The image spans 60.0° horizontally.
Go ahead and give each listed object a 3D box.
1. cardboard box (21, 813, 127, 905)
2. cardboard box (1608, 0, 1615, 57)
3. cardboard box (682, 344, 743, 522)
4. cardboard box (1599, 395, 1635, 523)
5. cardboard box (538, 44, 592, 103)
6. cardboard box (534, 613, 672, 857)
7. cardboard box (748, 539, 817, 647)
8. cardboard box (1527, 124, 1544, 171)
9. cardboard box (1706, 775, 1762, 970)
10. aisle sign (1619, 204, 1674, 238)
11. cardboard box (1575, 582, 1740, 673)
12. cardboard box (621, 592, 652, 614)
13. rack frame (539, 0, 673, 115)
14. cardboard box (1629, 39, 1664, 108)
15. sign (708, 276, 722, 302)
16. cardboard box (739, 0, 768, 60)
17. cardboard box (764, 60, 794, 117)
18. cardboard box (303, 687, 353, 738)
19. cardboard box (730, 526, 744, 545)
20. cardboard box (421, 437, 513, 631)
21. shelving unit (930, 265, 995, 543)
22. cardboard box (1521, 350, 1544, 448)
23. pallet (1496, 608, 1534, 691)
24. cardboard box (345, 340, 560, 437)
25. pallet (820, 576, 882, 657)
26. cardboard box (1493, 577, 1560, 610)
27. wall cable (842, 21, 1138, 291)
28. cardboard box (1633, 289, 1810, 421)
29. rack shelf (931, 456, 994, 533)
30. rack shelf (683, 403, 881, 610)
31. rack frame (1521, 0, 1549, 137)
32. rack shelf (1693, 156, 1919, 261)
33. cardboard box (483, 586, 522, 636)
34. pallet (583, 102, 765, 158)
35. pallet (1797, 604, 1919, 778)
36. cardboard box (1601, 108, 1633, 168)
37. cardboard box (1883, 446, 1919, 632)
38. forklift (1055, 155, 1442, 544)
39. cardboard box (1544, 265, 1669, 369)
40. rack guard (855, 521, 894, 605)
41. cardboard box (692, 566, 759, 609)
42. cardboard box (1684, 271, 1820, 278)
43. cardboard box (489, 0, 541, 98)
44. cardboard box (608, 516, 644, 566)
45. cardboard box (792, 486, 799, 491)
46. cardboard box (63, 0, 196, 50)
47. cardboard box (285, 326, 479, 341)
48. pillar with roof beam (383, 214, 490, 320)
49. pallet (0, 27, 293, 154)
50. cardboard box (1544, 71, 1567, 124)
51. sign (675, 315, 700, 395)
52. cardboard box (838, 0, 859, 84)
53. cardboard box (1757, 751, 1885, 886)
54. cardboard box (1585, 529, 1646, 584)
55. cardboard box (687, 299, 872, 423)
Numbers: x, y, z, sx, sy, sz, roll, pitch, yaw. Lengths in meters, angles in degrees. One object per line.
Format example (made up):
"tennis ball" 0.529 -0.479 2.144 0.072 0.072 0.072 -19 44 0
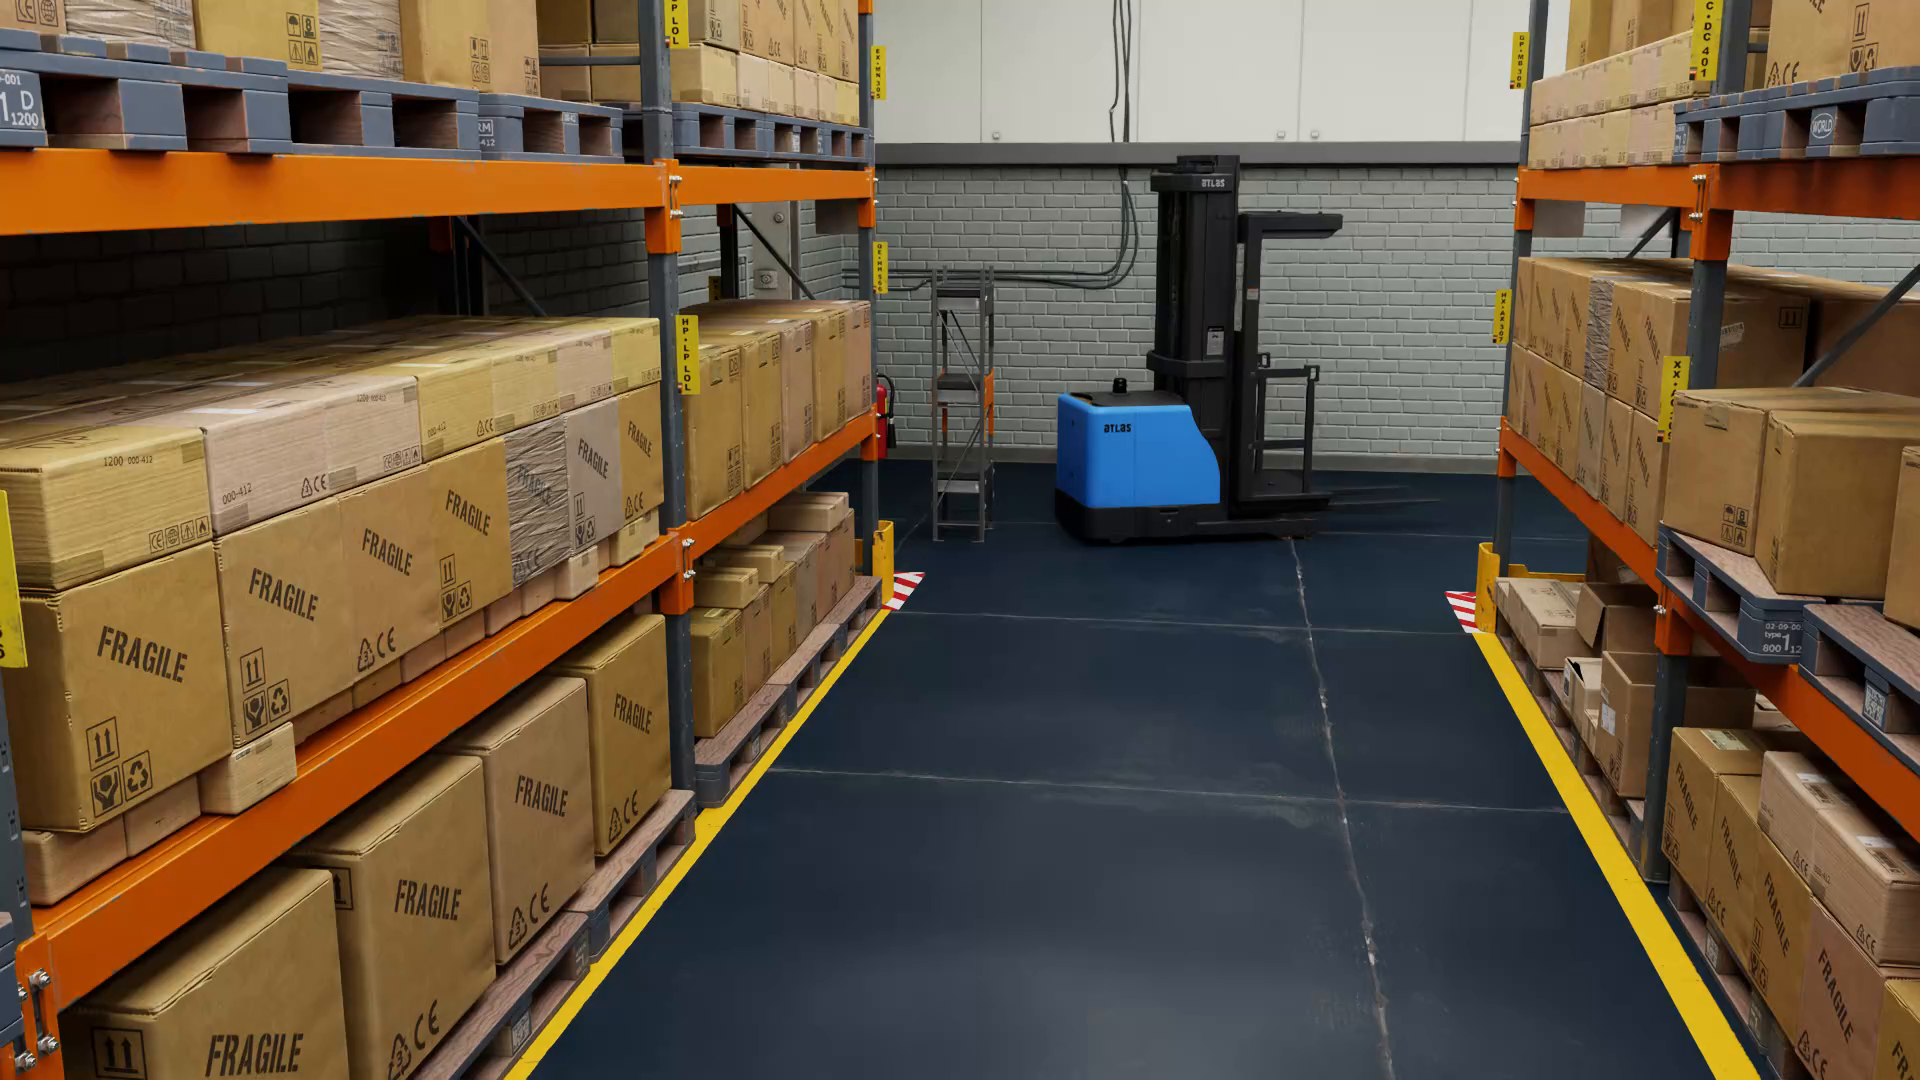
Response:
"cardboard box" -1.998 0.634 3.479 0.380 0.149 0.250 2 12 8
"cardboard box" 3.654 -2.611 8.258 0.700 0.500 0.500 2 12 9
"cardboard box" -1.562 -0.509 7.525 0.980 0.700 0.700 2 12 10
"cardboard box" 3.135 -0.359 7.303 0.500 0.500 0.500 2 12 10
"cardboard box" -1.788 -2.048 7.376 0.500 0.250 0.500 2 12 9
"cardboard box" -1.633 0.735 6.570 0.750 0.750 0.750 2 12 9
"cardboard box" -1.209 0.292 9.457 0.700 0.500 0.500 1 12 7
"cardboard box" 3.518 -2.218 9.399 0.500 0.250 0.500 2 12 9
"cardboard box" 2.847 1.120 5.563 0.500 0.500 0.500 2 12 9
"aisle sign" 4.162 -2.198 9.903 0.394 0.787 0.004 2 12 9
"cardboard box" 3.517 0.523 8.326 0.797 0.503 0.637 2 12 9
"cardboard box" -1.664 0.321 7.782 0.380 0.149 0.250 2 12 8
"rack frame" -1.662 -3.183 6.403 1.000 3.000 0.127 2 12 9
"cardboard box" 3.120 -1.942 6.934 0.500 0.250 0.500 2 12 9
"sign" -1.594 -1.564 10.888 0.100 0.325 0.005 2 12 9
"cardboard box" -1.202 -2.511 7.745 0.500 0.500 0.500 2 12 7
"cardboard box" -1.131 -2.245 8.294 0.500 0.250 0.500 2 12 7
"cardboard box" -1.878 0.419 4.478 0.380 0.149 0.250 2 12 10
"cardboard box" -1.427 -0.003 9.284 0.380 0.149 0.250 2 12 9
"cardboard box" -1.710 -0.035 5.046 0.500 0.500 0.500 2 12 10
"shelving unit" 0.025 -1.061 12.932 0.431 2.100 0.503 2 12 9
"cardboard box" 3.446 -0.781 9.259 0.500 0.500 0.500 2 12 8
"pallet" 3.715 0.622 9.608 1.003 0.211 1.213 2 12 9
"cardboard box" -1.648 -0.503 5.437 0.500 0.250 0.500 2 12 10
"pallet" -1.092 0.449 10.408 1.003 0.211 1.213 2 12 9
"cardboard box" 3.445 0.331 10.059 0.380 0.149 0.250 2 12 9
"wall cable" 0.176 -3.664 16.003 3.097 2.526 0.112 2 12 9
"cardboard box" 3.055 -0.742 6.705 0.500 0.500 0.500 2 12 9
"rack shelf" 0.025 -0.363 13.082 0.431 0.518 0.480 2 12 9
"rack shelf" -1.354 -0.315 9.043 1.077 0.370 4.000 2 12 9
"rack frame" 3.848 -3.856 9.525 1.000 3.000 0.127 2 12 9
"rack shelf" 2.926 -0.789 4.122 1.077 0.370 4.000 2 12 9
"cardboard box" -1.673 0.205 5.470 0.380 0.149 0.250 2 12 7
"pallet" -1.526 -1.843 7.517 1.003 0.211 1.213 2 12 9
"pallet" 2.913 0.431 4.329 1.003 0.211 1.213 2 12 9
"cardboard box" 3.201 -1.802 7.469 0.500 0.250 0.500 2 12 9
"cardboard box" 3.023 0.025 4.523 0.700 0.500 0.500 -1 12 -6
"forklift" 2.344 -1.538 13.175 3.031 2.935 1.130 -3 12 -11
"cardboard box" 3.365 -1.164 8.664 0.500 0.500 0.500 2 12 9
"rack guard" -1.043 0.134 11.185 1.175 0.500 0.348 2 12 9
"cardboard box" -1.213 0.231 8.196 0.380 0.149 0.250 2 12 11
"cardboard box" 3.821 -1.039 8.085 0.500 0.500 0.500 2 12 10
"cardboard box" -1.906 -1.801 5.829 0.700 0.500 0.500 1 12 6
"cardboard box" -1.450 -0.004 6.443 0.380 0.149 0.250 2 12 10
"cardboard box" -1.234 -0.267 10.509 0.380 0.149 0.250 2 12 9
"cardboard box" -2.230 -1.363 3.795 0.700 0.500 0.500 1 12 6
"cardboard box" -2.064 -0.625 6.000 0.500 0.250 0.500 2 12 9
"pillar with roof beam" 1.845 -3.217 6.562 9.100 9.000 0.400 2 12 9
"pallet" -2.231 -0.927 3.505 1.213 0.211 1.003 2 12 11
"cardboard box" 3.428 -2.358 8.866 0.500 0.250 0.500 2 12 9
"sign" -1.124 -0.762 6.849 0.100 0.325 0.005 2 12 9
"cardboard box" -0.890 -2.936 9.717 0.500 0.500 0.500 2 12 8
"cardboard box" 2.764 0.851 5.035 0.500 0.250 0.500 2 12 9
"cardboard box" 4.008 0.205 9.812 0.500 0.500 0.500 2 12 9
"cardboard box" -1.115 -1.123 10.373 0.980 0.700 0.700 2 12 11
